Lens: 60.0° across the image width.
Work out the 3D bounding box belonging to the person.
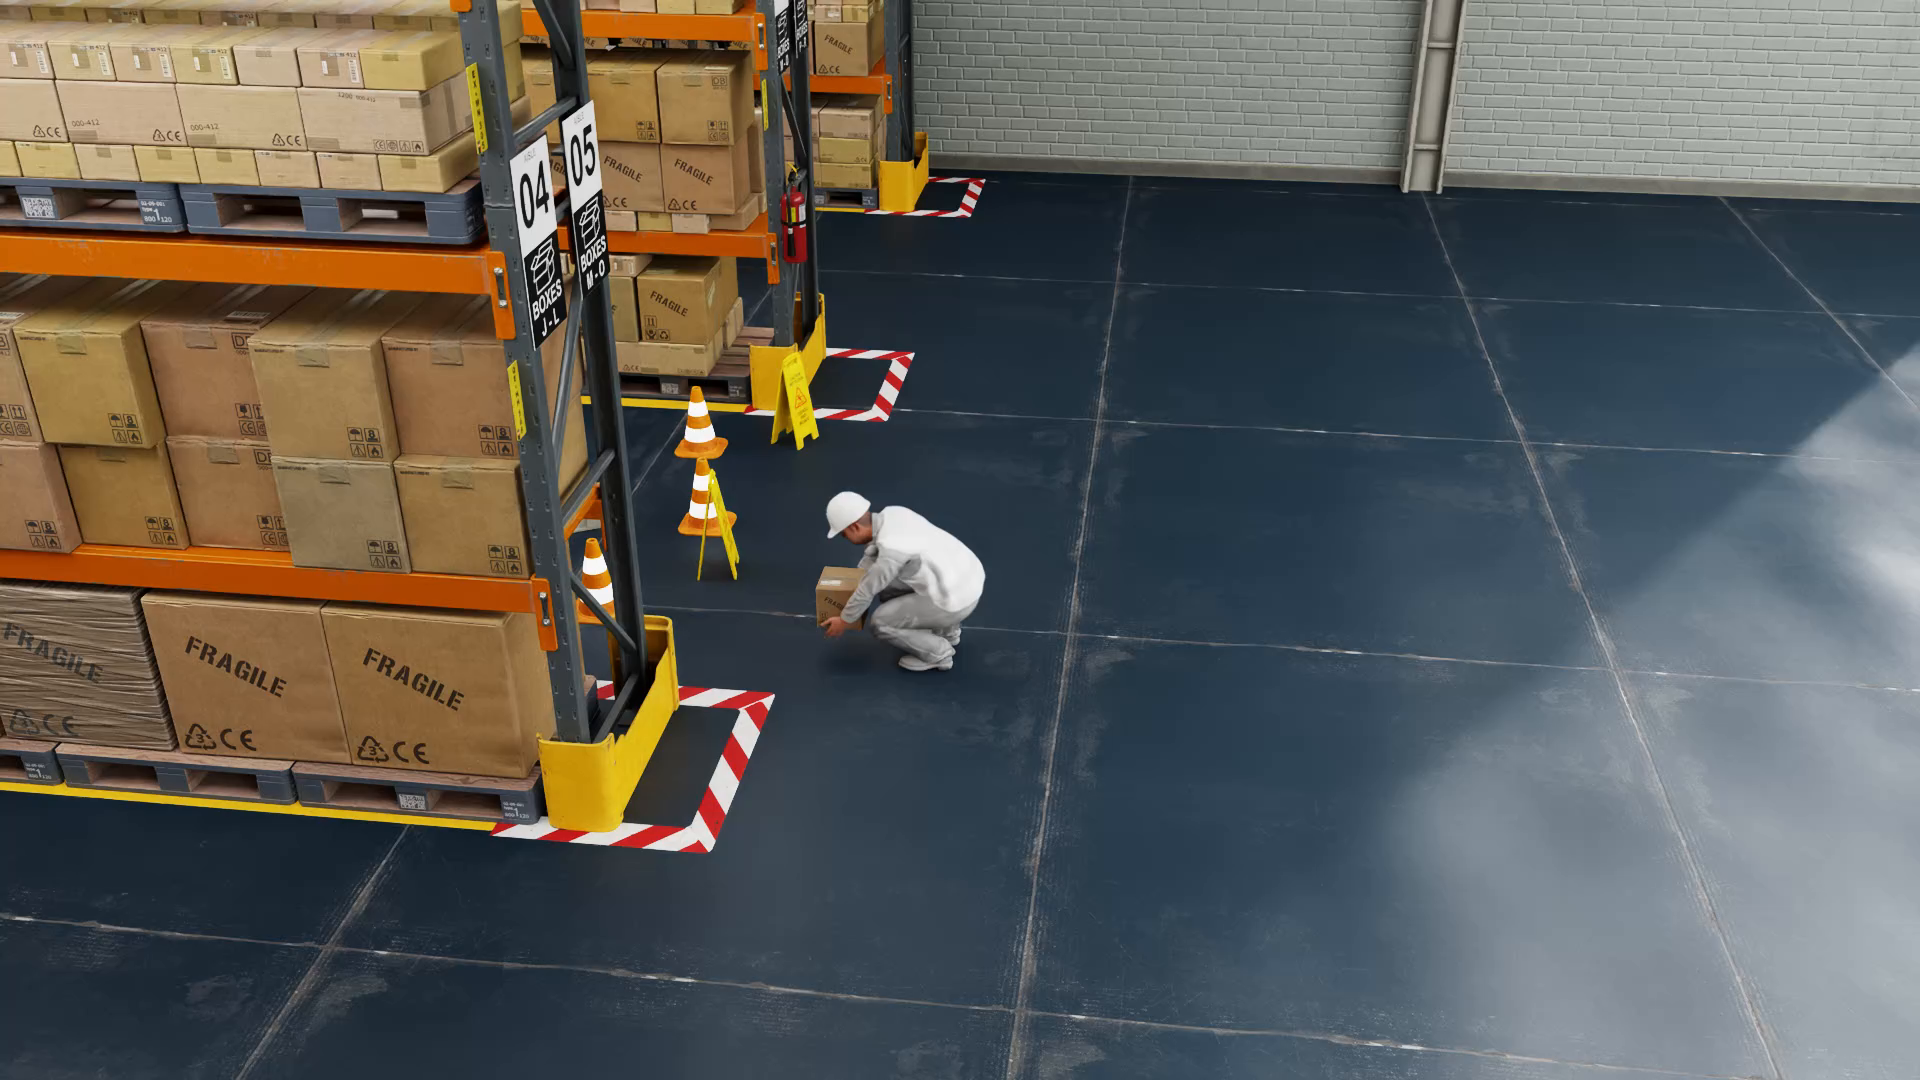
[{"bbox_3d":[-0.311,0.191,9.061,0.881,1.011,0.524,3,28,6],"label":"person"}]
